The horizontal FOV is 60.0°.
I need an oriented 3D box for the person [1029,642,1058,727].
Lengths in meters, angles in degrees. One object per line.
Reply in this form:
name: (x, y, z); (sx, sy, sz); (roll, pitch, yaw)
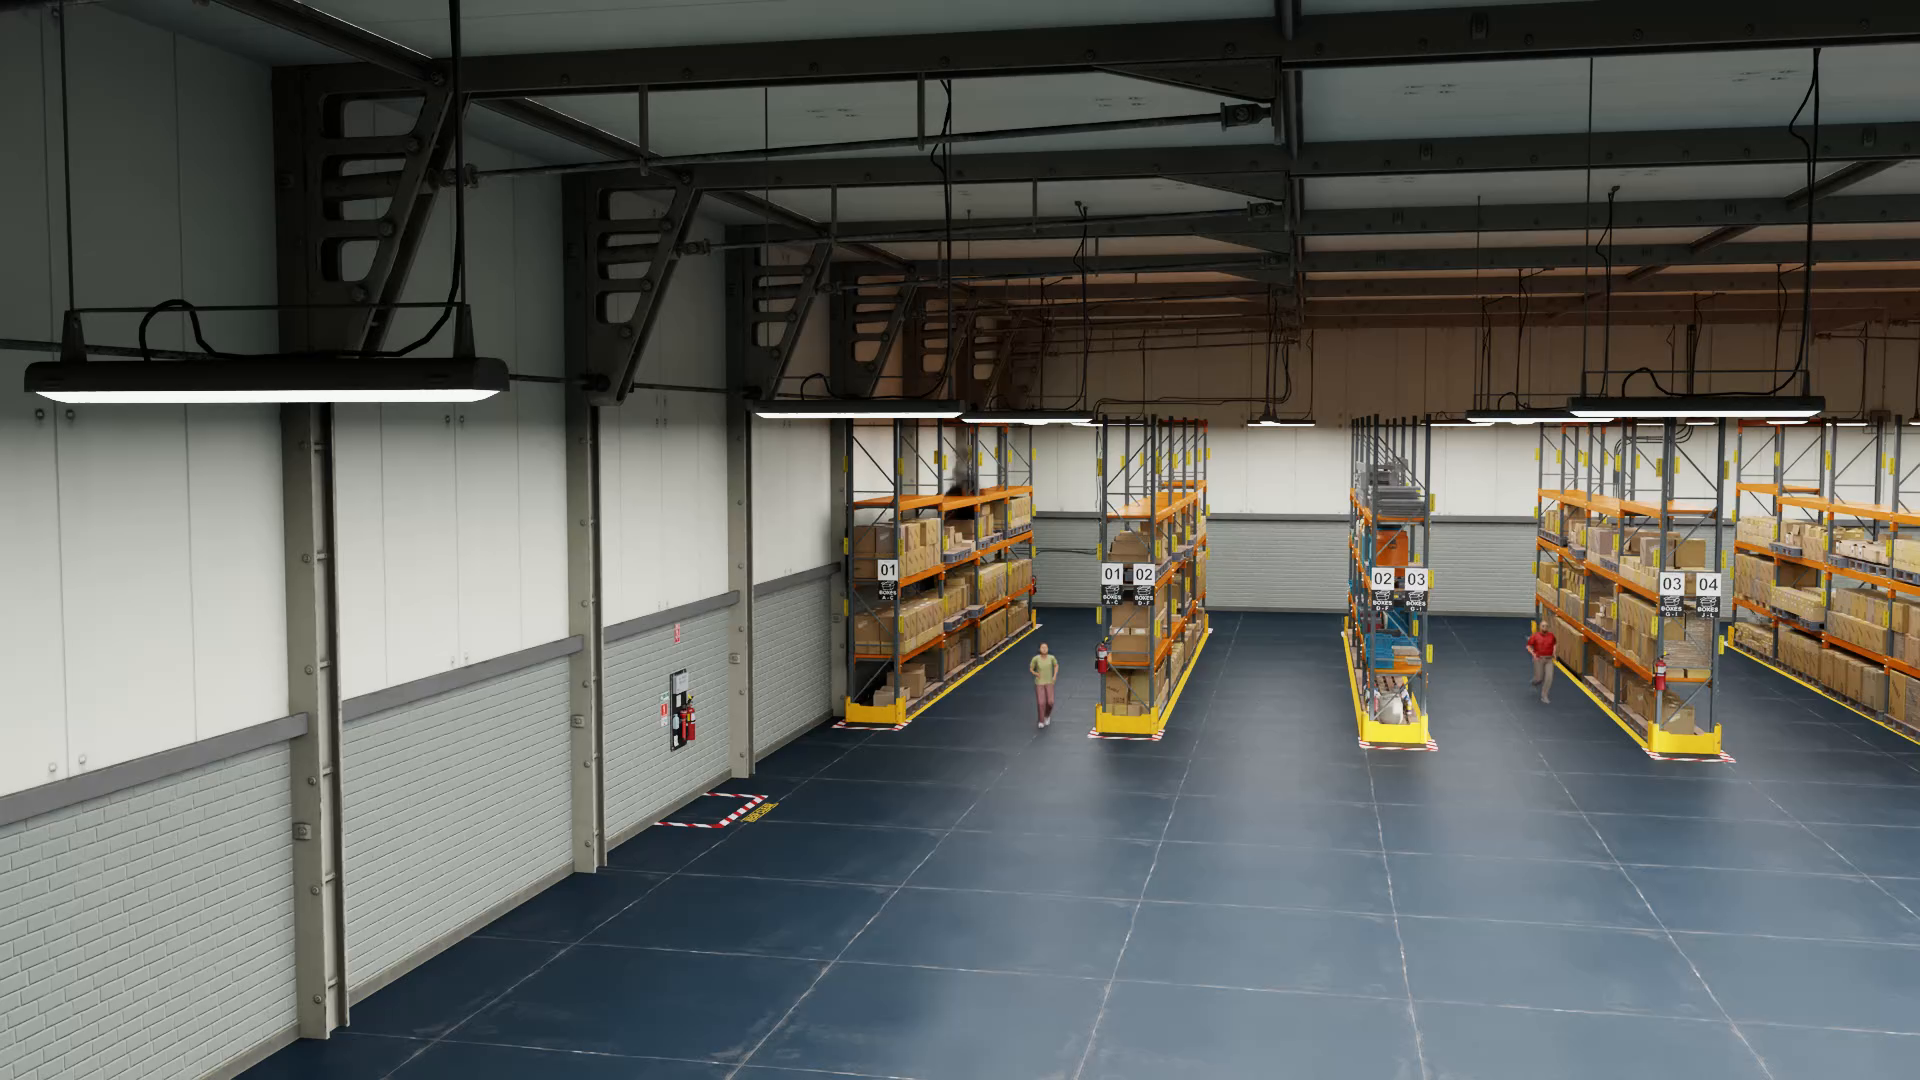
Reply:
person: (1.623, 2.777, 31.877); (0.580, 1.635, 0.524); (0, 4, -5)

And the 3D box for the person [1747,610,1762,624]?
person: (21.565, 1.907, 45.101); (0.561, 1.617, 0.600); (-1, 4, -8)

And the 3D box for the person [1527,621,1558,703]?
person: (12.289, 2.553, 35.051); (0.663, 1.700, 0.752); (0, 4, 1)
